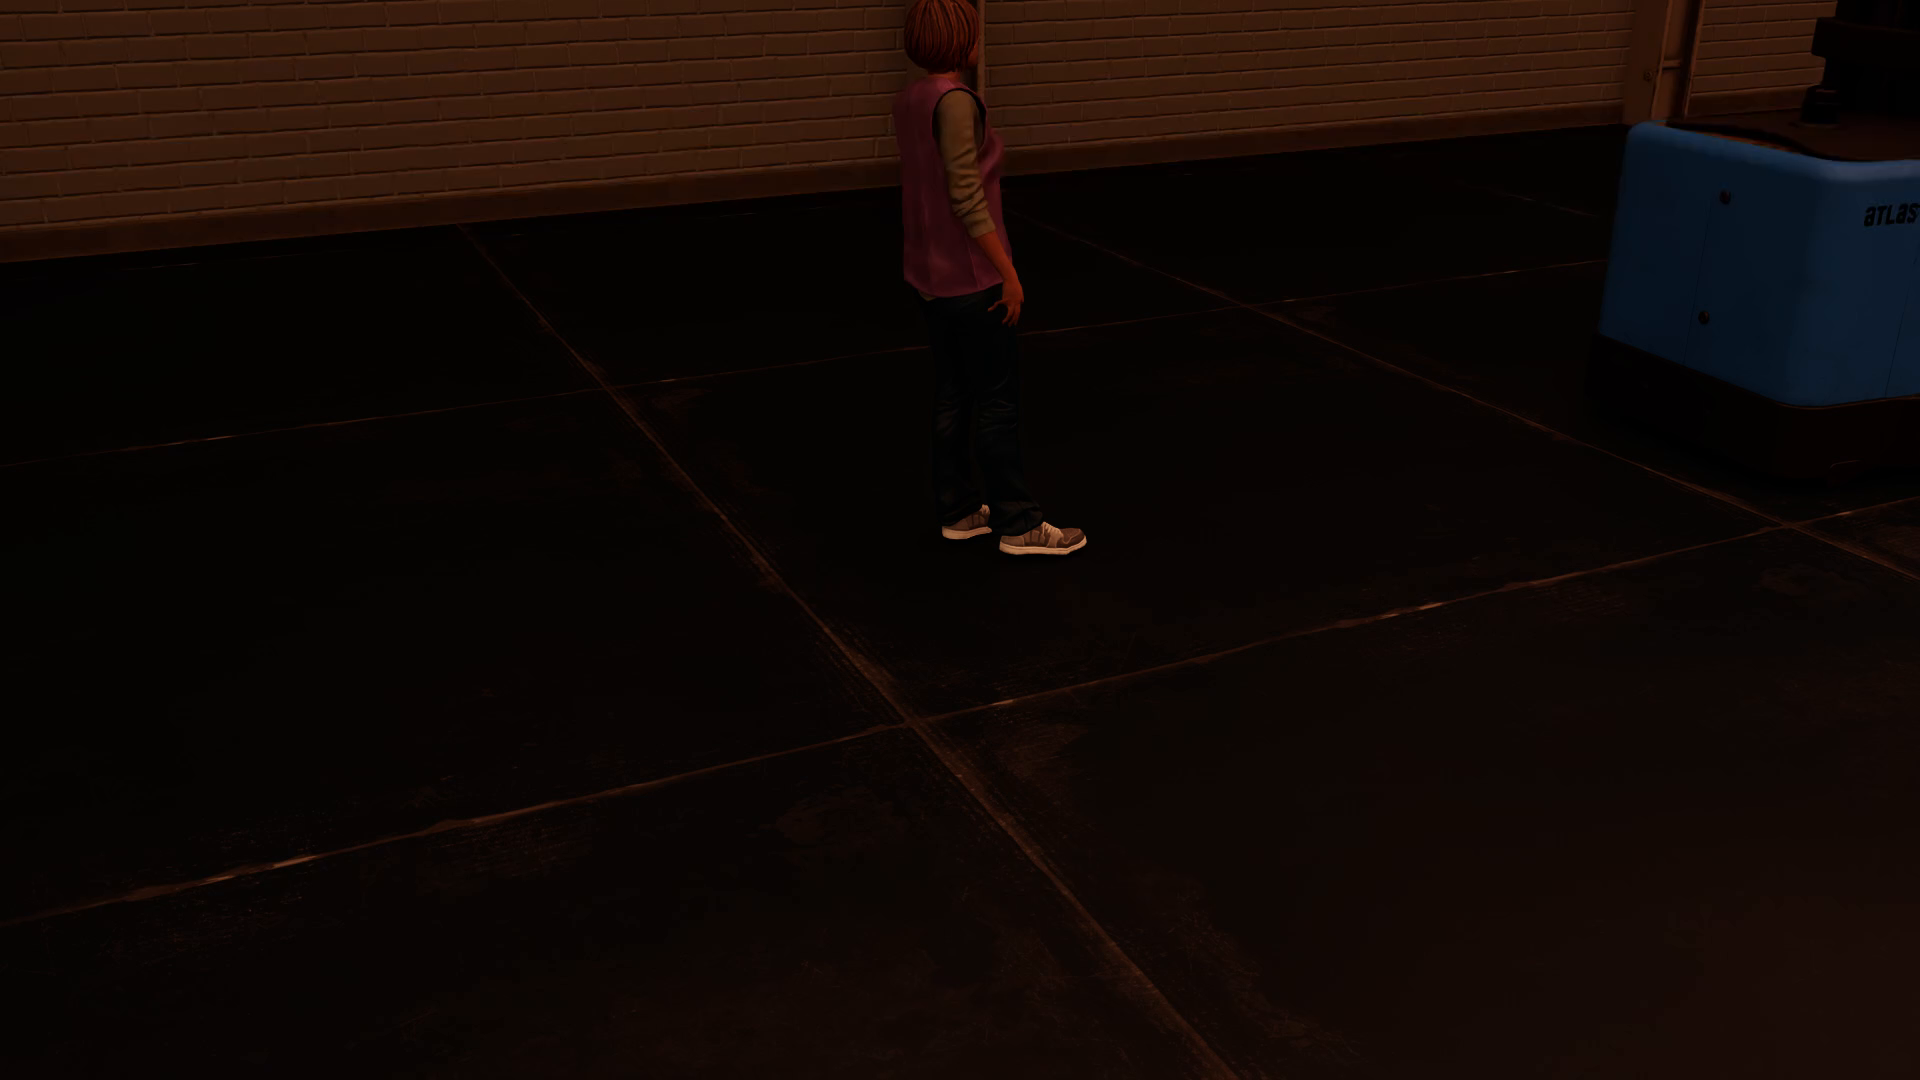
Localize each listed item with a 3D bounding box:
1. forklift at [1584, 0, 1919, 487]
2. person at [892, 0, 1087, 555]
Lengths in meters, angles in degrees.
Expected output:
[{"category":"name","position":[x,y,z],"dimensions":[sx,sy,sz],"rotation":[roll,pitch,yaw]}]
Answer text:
[{"category":"forklift","position":[3.913,-1.857,5.757],"dimensions":[3.031,2.935,1.130],"rotation":[-8,24,-18]},{"category":"person","position":[0.074,-0.709,4.833],"dimensions":[0.473,1.506,0.520],"rotation":[-10,25,-23]}]
